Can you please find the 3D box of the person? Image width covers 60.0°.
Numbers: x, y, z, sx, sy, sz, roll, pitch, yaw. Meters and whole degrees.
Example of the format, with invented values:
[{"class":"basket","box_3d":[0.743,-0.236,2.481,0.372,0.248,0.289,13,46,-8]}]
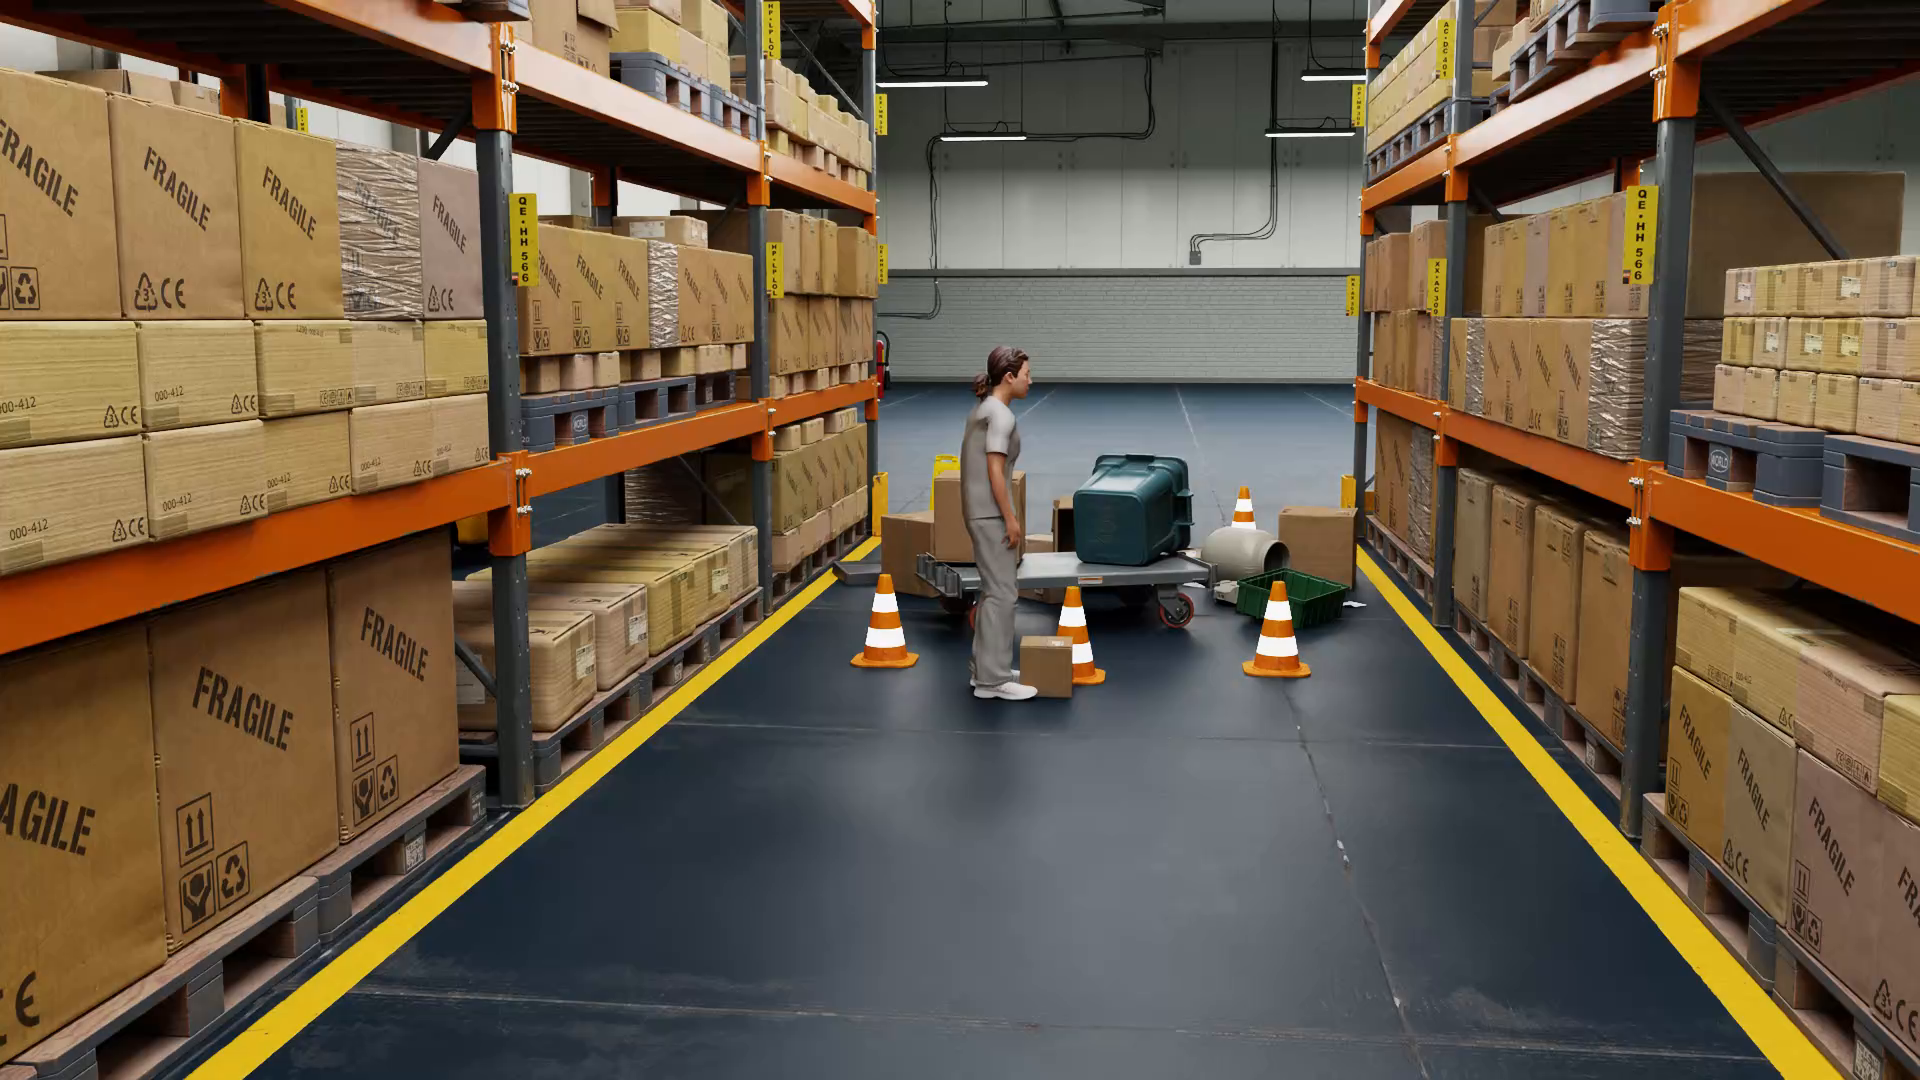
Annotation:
[{"class":"person","box_3d":[0.184,-0.096,8.014,0.356,1.673,0.509,-1,8,-5]}]
